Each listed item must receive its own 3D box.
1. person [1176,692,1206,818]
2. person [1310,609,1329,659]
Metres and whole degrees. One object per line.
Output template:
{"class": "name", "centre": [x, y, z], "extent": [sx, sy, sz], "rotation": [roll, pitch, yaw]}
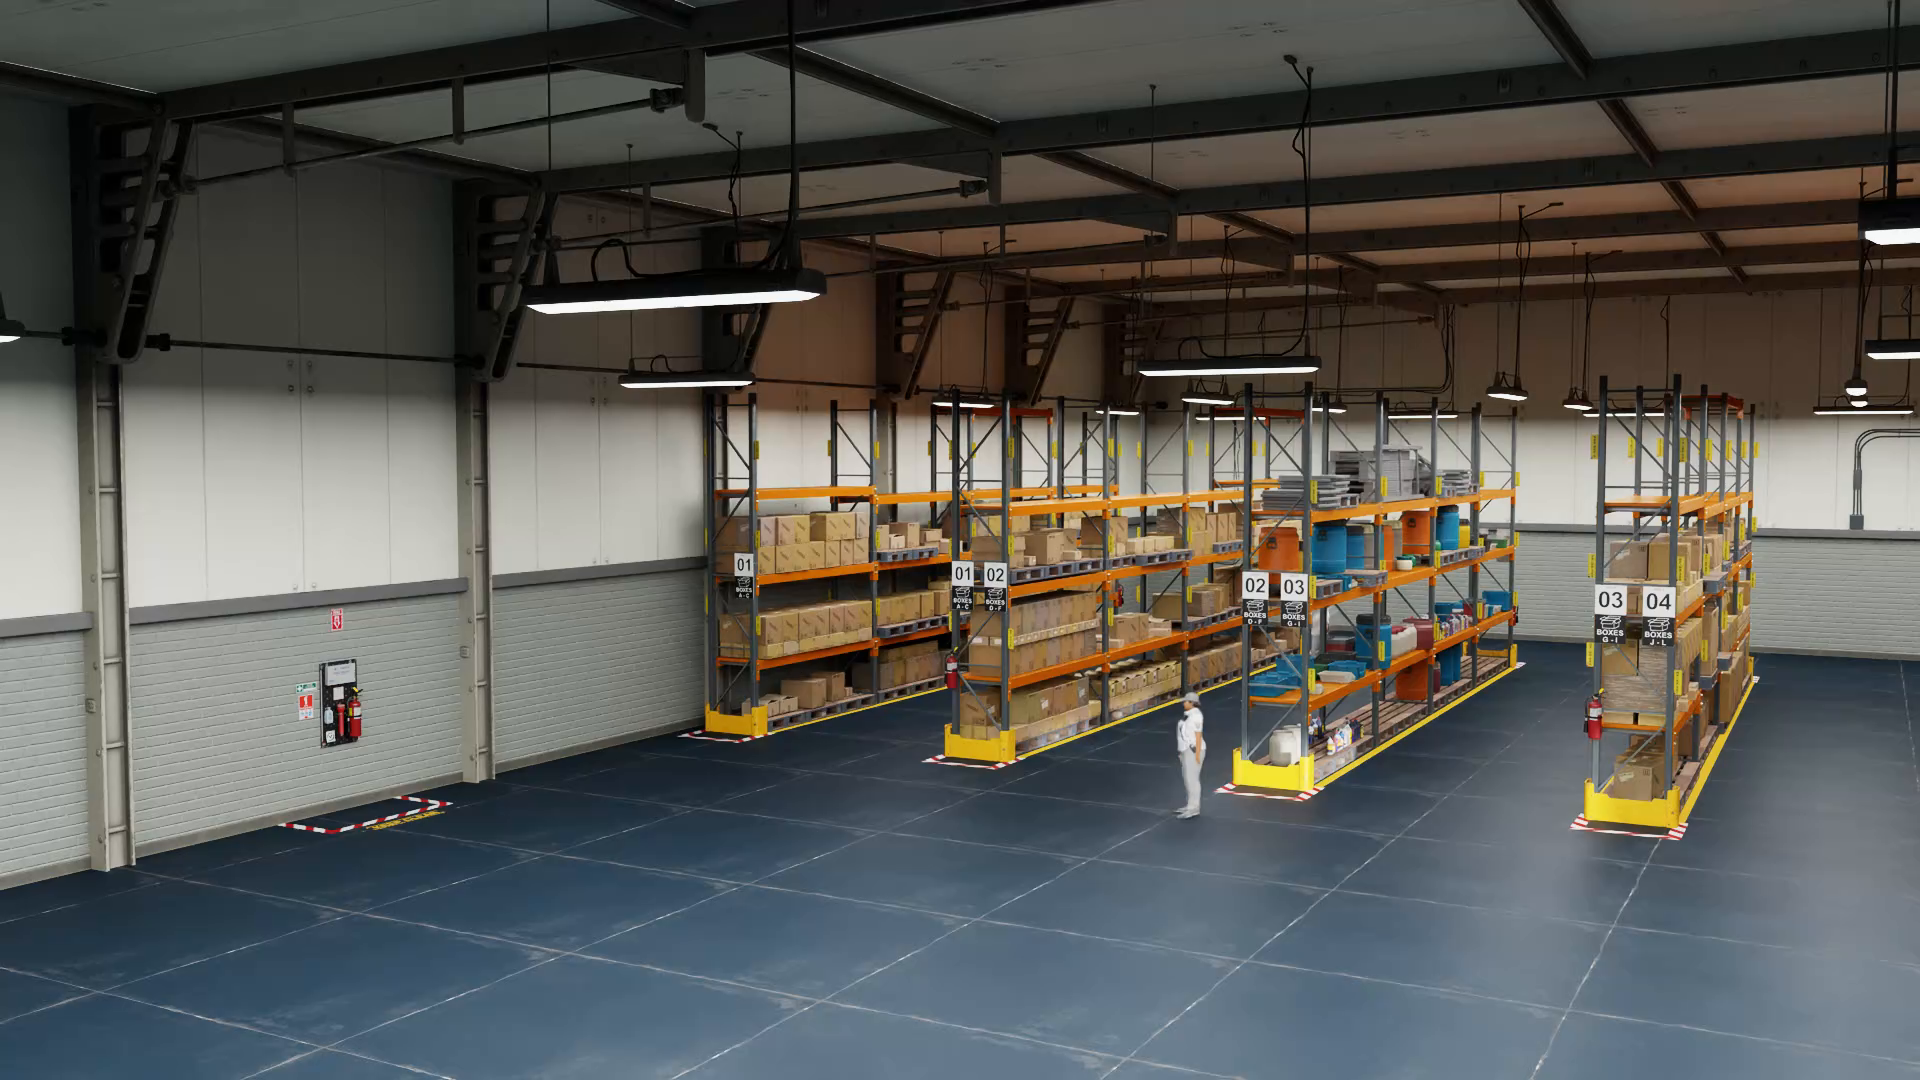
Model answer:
{"class": "person", "centre": [3.156, 2.939, 22.854], "extent": [0.437, 1.681, 0.576], "rotation": [-1, 3, -9]}
{"class": "person", "centre": [8.095, 2.156, 37.454], "extent": [0.426, 1.629, 0.927], "rotation": [1, 3, 23]}
